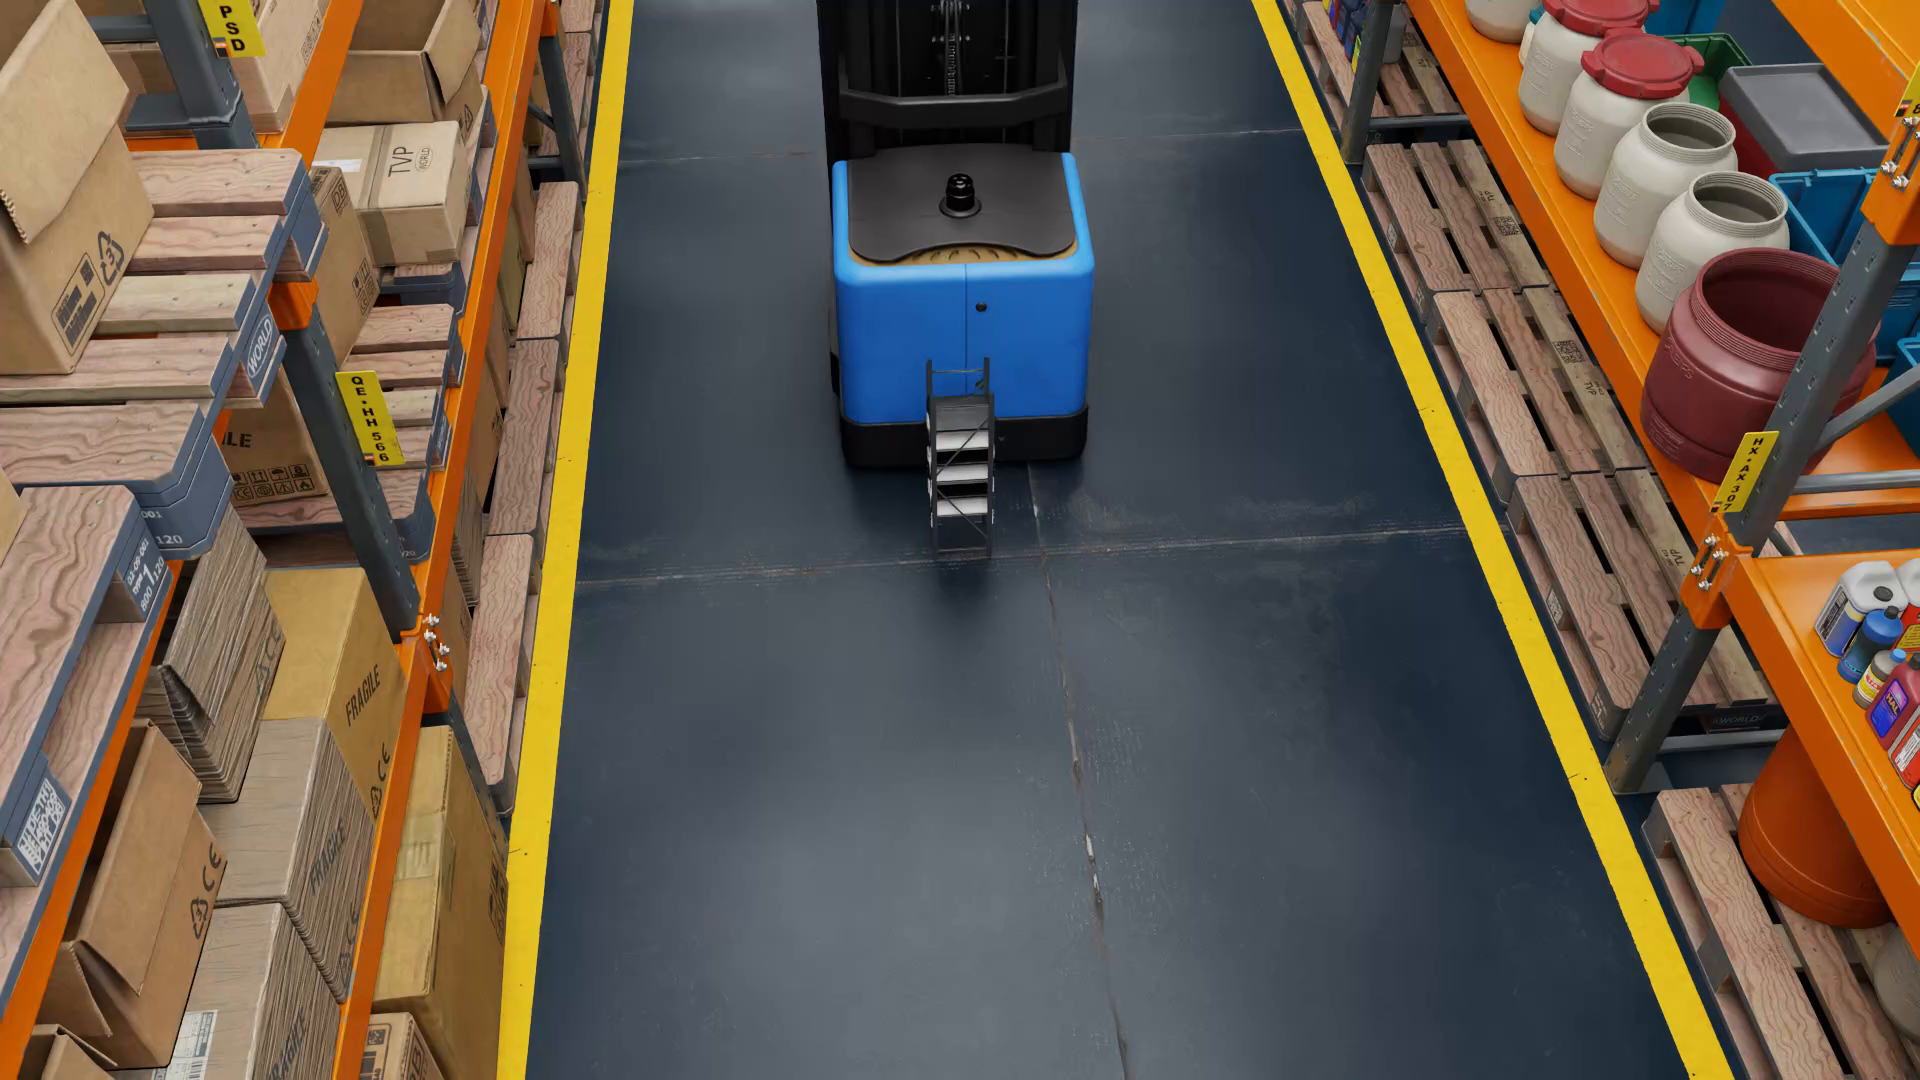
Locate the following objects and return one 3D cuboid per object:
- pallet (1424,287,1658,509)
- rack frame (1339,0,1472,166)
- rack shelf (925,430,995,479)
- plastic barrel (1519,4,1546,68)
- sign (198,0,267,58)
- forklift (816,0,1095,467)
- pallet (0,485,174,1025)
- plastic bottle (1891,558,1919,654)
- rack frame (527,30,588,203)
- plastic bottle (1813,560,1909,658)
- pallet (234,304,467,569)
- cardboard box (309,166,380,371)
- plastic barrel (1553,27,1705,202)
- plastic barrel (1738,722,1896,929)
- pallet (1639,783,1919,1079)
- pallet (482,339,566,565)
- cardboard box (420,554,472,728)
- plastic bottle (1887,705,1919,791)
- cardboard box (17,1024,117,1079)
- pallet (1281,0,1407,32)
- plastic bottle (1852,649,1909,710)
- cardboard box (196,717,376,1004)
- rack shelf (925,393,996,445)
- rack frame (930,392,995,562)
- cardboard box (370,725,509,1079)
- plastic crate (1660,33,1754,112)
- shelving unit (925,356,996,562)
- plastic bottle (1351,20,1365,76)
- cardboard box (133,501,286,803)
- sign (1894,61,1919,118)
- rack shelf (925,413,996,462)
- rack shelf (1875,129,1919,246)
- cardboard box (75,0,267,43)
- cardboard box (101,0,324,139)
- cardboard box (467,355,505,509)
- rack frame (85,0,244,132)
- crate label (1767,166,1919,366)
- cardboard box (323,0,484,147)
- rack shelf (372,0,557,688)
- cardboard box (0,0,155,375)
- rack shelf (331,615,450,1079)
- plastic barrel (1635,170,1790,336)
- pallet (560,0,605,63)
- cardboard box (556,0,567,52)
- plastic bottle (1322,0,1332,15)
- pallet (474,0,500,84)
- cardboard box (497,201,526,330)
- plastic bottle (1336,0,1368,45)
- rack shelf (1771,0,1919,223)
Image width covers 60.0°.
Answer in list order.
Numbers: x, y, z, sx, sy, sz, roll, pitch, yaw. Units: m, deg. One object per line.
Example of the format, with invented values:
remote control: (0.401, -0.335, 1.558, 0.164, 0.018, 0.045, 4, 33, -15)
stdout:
pallet: (2.728, -0.664, 7.370, 1.003, 0.211, 1.213, -3, 47, -3)
rack frame: (2.519, -3.073, 7.731, 1.000, 3.000, 0.127, -3, 47, -3)
rack shelf: (0.001, -0.343, 6.513, 0.258, 0.077, 0.200, -3, 47, -3)
plastic barrel: (2.477, -2.059, 6.866, 0.301, 0.262, 0.301, 0, 47, 0)
sign: (-1.528, -1.143, 3.426, 0.100, 0.325, 0.005, -3, 47, -3)
forklift: (-0.069, -2.385, 7.127, 1.130, 2.935, 3.031, -3, 47, -2)
pallet: (-1.879, 0.427, 2.481, 1.003, 0.211, 1.213, -2, 47, -1)
plastic bottle: (2.719, 0.187, 4.729, 0.152, 0.276, 0.135, -3, 47, -3)
rack frame: (-2.417, -2.772, 7.446, 1.000, 3.000, 0.127, -3, 47, -3)
plastic bottle: (2.568, 0.196, 4.720, 0.152, 0.276, 0.135, -3, 47, -3)
pallet: (-2.248, -0.321, 5.257, 1.213, 0.211, 1.003, -3, 47, -3)
cardboard box: (-2.313, -0.843, 5.261, 0.700, 0.500, 0.500, 3, 47, 3)
plastic barrel: (2.478, -1.571, 6.215, 0.433, 0.535, 0.433, 0, 47, 0)
plastic barrel: (2.912, 0.775, 5.292, 0.600, 0.830, 0.708, -3, 47, -3)
pallet: (2.961, 1.347, 5.465, 1.003, 0.211, 1.213, -3, 47, -3)
pallet: (-2.245, -0.366, 7.087, 1.003, 0.211, 1.213, -3, 47, -3)
cardboard box: (-2.158, 0.346, 5.911, 0.700, 0.500, 0.500, -6, 47, -5)
plastic bottle: (2.606, 0.531, 4.403, 0.152, 0.276, 0.135, -3, 47, -3)
cardboard box: (-1.922, 1.229, 2.897, 0.797, 0.503, 0.637, -2, 47, -2)
pallet: (2.399, -3.488, 10.044, 1.003, 0.211, 1.213, -3, 47, -3)
plastic bottle: (2.558, 0.378, 4.600, 0.097, 0.201, 0.097, 0, 47, 0)
cardboard box: (-1.758, 0.790, 4.003, 0.500, 0.500, 0.500, -4, 47, -4)
rack shelf: (0.001, -0.466, 6.382, 0.258, 0.077, 0.200, -3, 47, -3)
rack frame: (0.009, -0.230, 6.485, 0.240, 0.900, 0.006, -3, 47, -3)
cardboard box: (-2.045, 1.208, 4.850, 1.225, 0.875, 0.875, -5, 47, -5)
plastic crate: (2.946, -1.758, 6.631, 0.450, 0.188, 0.662, -3, 47, -3)
shelving unit: (0.001, -0.304, 6.554, 0.258, 0.900, 0.210, -3, 47, -3)
plastic bottle: (2.150, -2.619, 8.868, 0.061, 0.283, 0.133, -1, 47, -1)
cardboard box: (-2.037, 0.272, 3.803, 0.797, 0.503, 0.637, -2, 47, -2)
sign: (2.306, -1.136, 3.903, 0.100, 0.325, 0.005, -3, 47, -3)
rack shelf: (0.001, -0.404, 6.448, 0.258, 0.077, 0.200, -3, 47, -3)
rack shelf: (3.021, 0.484, 2.792, 1.077, 0.370, 4.000, -3, 47, -3)
cardboard box: (-1.865, -1.472, 3.735, 0.500, 0.500, 0.500, -3, 47, -3)
cardboard box: (-1.868, -1.214, 4.007, 0.500, 0.250, 0.500, -3, 47, -3)
cardboard box: (-2.271, -0.464, 6.679, 0.700, 0.500, 0.500, 0, 47, 0)
rack frame: (-2.082, -1.941, 2.527, 1.000, 3.000, 0.127, -3, 47, -3)
crate label: (3.040, -0.927, 5.674, 0.502, 0.435, 0.616, -3, 47, -3)
cardboard box: (-2.180, -1.704, 6.074, 0.797, 0.503, 0.637, 1, 47, 1)
rack shelf: (-2.249, -1.078, 6.337, 1.077, 0.370, 4.000, -3, 47, -3)
cardboard box: (-1.959, -0.653, 3.012, 0.797, 0.503, 0.637, -1, 47, -1)
rack shelf: (-1.915, 1.816, 3.596, 1.077, 0.370, 4.000, -3, 47, -3)
plastic barrel: (2.555, -0.949, 5.642, 0.421, 0.512, 0.421, 0, 47, 0)
pallet: (-2.614, -3.182, 9.755, 1.003, 0.211, 1.213, -3, 47, -3)
cardboard box: (-2.466, -2.763, 8.870, 0.500, 0.500, 0.500, 10, 47, 9)
plastic bottle: (2.135, -3.135, 9.311, 0.144, 0.351, 0.185, -4, 47, -4)
pallet: (-2.498, -2.145, 6.984, 1.003, 0.211, 1.213, -3, 47, -3)
cardboard box: (-2.366, -1.272, 7.444, 0.700, 0.500, 0.500, -4, 47, -4)
plastic bottle: (2.162, -2.901, 9.090, 0.144, 0.351, 0.185, -6, 47, -5)
rack shelf: (2.686, -2.410, 5.533, 1.077, 0.370, 4.000, -3, 47, -3)
